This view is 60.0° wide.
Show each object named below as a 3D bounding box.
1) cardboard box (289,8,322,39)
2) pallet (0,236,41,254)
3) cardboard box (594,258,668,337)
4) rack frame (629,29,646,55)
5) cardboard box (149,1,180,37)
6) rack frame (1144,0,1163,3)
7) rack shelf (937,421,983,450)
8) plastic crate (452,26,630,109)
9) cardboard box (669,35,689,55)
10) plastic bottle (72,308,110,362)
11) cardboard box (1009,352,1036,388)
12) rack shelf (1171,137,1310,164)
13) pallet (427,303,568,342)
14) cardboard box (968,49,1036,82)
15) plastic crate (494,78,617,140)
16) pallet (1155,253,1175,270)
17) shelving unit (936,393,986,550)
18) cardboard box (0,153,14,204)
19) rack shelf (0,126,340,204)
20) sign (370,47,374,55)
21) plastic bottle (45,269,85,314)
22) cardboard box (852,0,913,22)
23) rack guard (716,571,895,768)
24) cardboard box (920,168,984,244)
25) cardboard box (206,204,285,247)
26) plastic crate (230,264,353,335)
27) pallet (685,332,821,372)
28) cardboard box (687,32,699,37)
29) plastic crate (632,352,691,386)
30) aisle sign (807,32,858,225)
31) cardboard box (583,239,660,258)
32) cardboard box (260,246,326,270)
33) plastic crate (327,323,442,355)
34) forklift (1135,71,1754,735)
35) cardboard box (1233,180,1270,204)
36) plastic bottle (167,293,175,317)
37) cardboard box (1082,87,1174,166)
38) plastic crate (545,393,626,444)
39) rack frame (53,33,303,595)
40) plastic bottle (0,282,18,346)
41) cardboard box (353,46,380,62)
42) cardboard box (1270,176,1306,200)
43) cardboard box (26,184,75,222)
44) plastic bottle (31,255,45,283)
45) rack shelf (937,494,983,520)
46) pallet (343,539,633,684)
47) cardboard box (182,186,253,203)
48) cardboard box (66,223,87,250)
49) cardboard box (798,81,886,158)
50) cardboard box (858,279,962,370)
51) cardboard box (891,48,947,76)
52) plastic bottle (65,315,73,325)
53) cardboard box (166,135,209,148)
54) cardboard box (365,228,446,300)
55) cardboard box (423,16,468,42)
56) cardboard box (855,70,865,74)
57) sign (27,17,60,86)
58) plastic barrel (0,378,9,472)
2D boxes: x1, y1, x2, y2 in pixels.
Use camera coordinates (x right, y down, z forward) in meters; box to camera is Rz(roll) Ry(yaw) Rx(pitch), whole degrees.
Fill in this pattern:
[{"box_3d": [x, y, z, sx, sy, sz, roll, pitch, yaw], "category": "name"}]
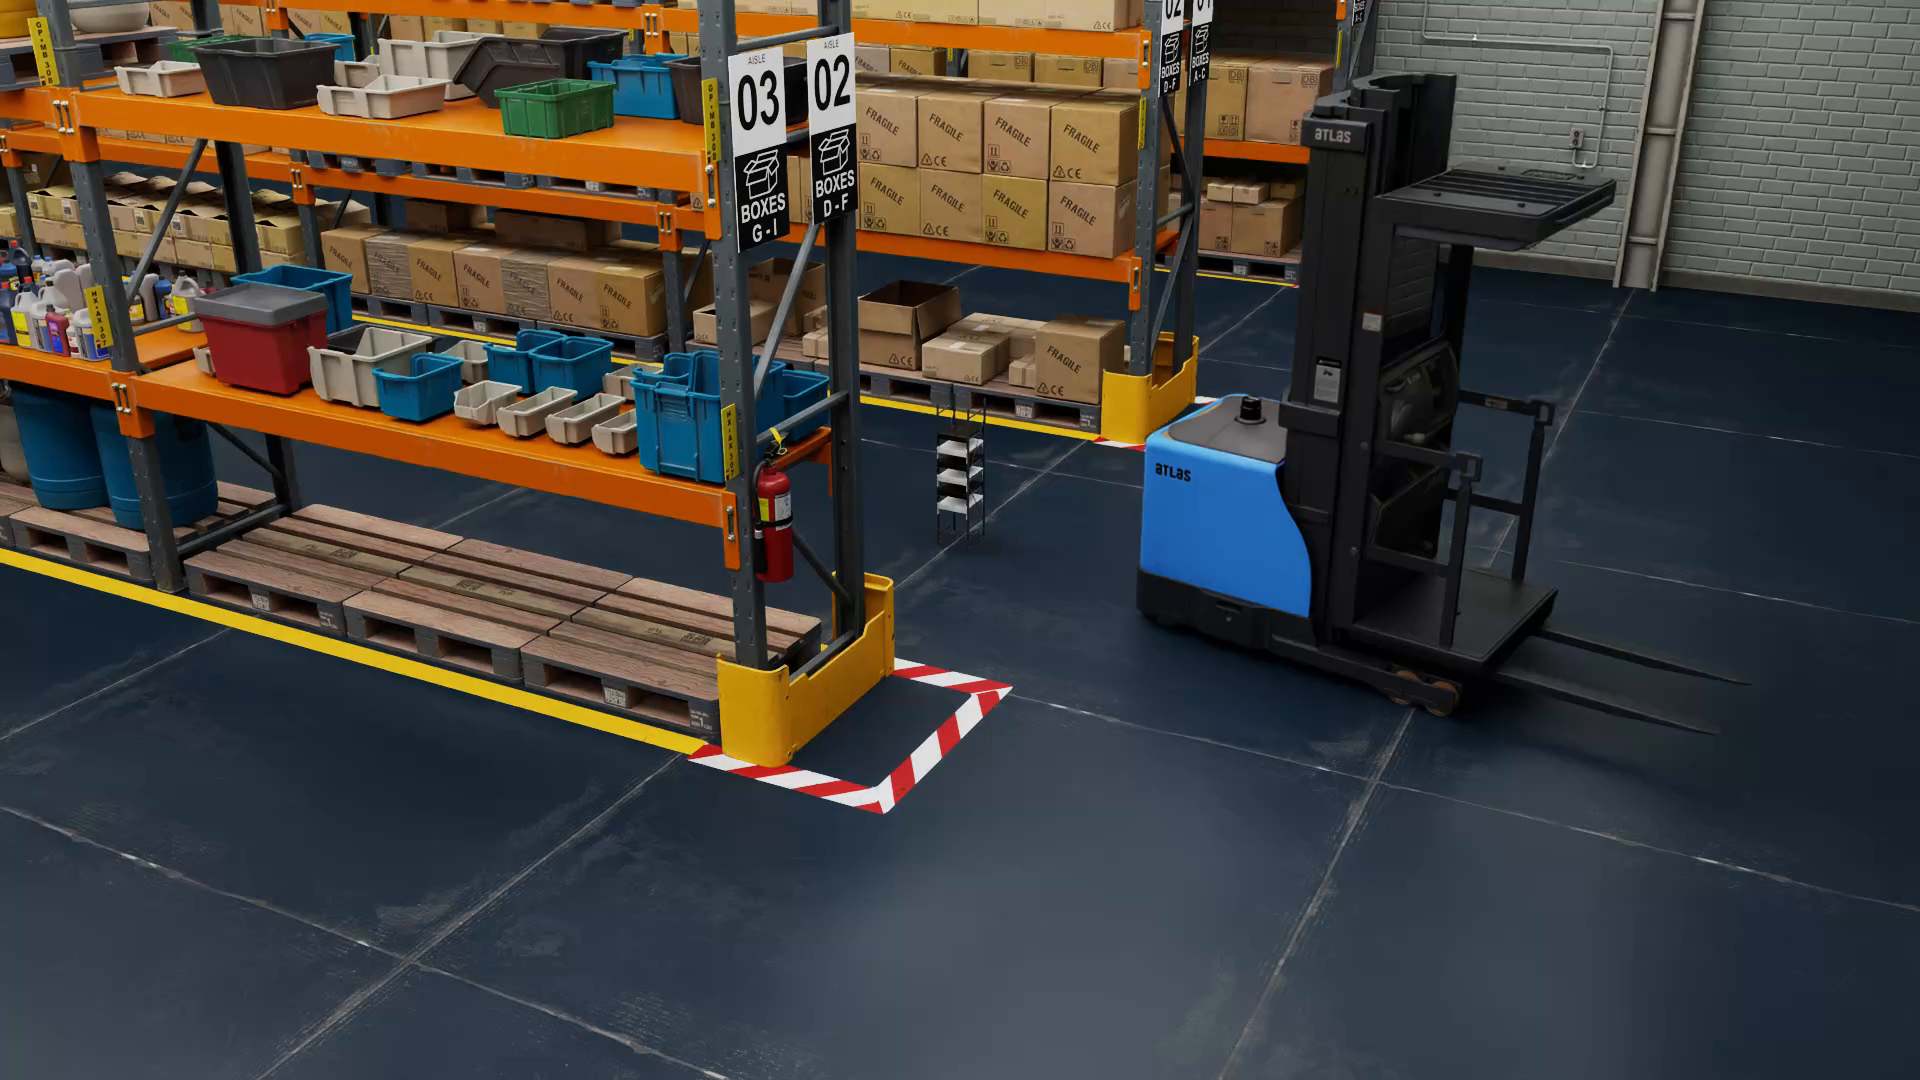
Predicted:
[{"box_3d": [-8.010, -6.468, 20.835, 0.500, 0.500, 0.500, 11, 25, 24], "category": "cardboard box"}, {"box_3d": [-9.923, -3.263, 17.652, 1.213, 0.211, 1.003, 11, 25, 25], "category": "pallet"}, {"box_3d": [-2.662, -2.017, 13.793, 0.500, 0.500, 0.500, 11, 25, 24], "category": "cardboard box"}, {"box_3d": [-3.431, -5.415, 19.151, 0.127, 3.000, 1.000, 11, 25, 25], "category": "rack frame"}, {"box_3d": [-10.280, -6.924, 21.906, 0.500, 0.500, 0.500, 11, 25, 25], "category": "cardboard box"}, {"box_3d": [1.477, -5.033, 10.585, 0.127, 3.000, 1.000, 11, 25, 25], "category": "rack frame"}, {"box_3d": [0.007, -0.630, 9.978, 0.200, 0.077, 0.258, 11, 25, 25], "category": "rack shelf"}, {"box_3d": [-2.001, -2.260, 7.978, 0.767, 0.338, 0.504, 11, 25, 25], "category": "plastic crate"}, {"box_3d": [-3.113, -5.432, 18.657, 0.500, 0.500, 0.500, 12, 26, 26], "category": "cardboard box"}, {"box_3d": [-4.829, -1.148, 9.276, 0.135, 0.276, 0.152, 11, 25, 25], "category": "plastic bottle"}, {"box_3d": [0.560, -1.283, 12.493, 0.250, 0.166, 0.380, 11, 25, 25], "category": "cardboard box"}, {"box_3d": [1.924, -4.025, 16.800, 4.000, 0.370, 1.077, 11, 25, 25], "category": "rack shelf"}, {"box_3d": [-3.929, -2.040, 14.778, 1.213, 0.211, 1.003, 11, 25, 25], "category": "pallet"}, {"box_3d": [0.616, -4.745, 17.192, 0.700, 0.700, 0.980, 12, 26, 25], "category": "cardboard box"}, {"box_3d": [-1.770, -1.900, 7.322, 0.336, 0.188, 0.450, 11, 25, 25], "category": "plastic crate"}, {"box_3d": [1.875, -3.049, 17.150, 1.213, 0.211, 1.003, 11, 25, 25], "category": "pallet"}, {"box_3d": [0.007, -0.413, 10.071, 0.210, 0.900, 0.258, 11, 25, 25], "category": "shelving unit"}, {"box_3d": [-10.186, -3.762, 17.281, 0.500, 0.500, 0.500, 11, 25, 25], "category": "cardboard box"}, {"box_3d": [-7.447, -3.707, 16.052, 4.000, 0.370, 1.077, 11, 25, 25], "category": "rack shelf"}, {"box_3d": [-5.426, -4.372, 15.319, 0.005, 0.325, 0.100, 11, 25, 25], "category": "sign"}, {"box_3d": [-5.467, -1.517, 10.143, 0.135, 0.276, 0.152, 11, 25, 25], "category": "plastic bottle"}, {"box_3d": [-0.433, -3.852, 11.833, 0.500, 0.250, 0.500, 11, 25, 25], "category": "cardboard box"}, {"box_3d": [-0.734, 0.607, 8.183, 0.348, 0.500, 1.175, 11, 25, 25], "category": "rack guard"}, {"box_3d": [0.047, -2.482, 12.126, 0.500, 0.500, 0.500, 11, 26, 25], "category": "cardboard box"}, {"box_3d": [-6.708, -2.966, 15.653, 0.500, 0.311, 0.500, 11, 25, 24], "category": "cardboard box"}, {"box_3d": [-3.761, -1.306, 9.431, 0.575, 0.384, 0.392, 11, 25, 25], "category": "plastic crate"}, {"box_3d": [-1.480, -1.573, 13.680, 1.213, 0.211, 1.003, 11, 25, 25], "category": "pallet"}, {"box_3d": [-2.662, -5.688, 18.299, 0.500, 0.250, 0.500, 11, 25, 24], "category": "cardboard box"}, {"box_3d": [-1.421, -0.768, 8.360, 0.300, 0.233, 0.416, 11, 25, 25], "category": "plastic crate"}, {"box_3d": [-0.563, -1.830, 7.398, 0.004, 0.787, 0.394, 11, 25, 25], "category": "aisle sign"}, {"box_3d": [-2.896, -2.291, 14.436, 0.500, 0.500, 0.500, 12, 26, 25], "category": "cardboard box"}, {"box_3d": [-6.242, -2.620, 15.555, 0.500, 0.250, 0.500, 12, 26, 26], "category": "cardboard box"}, {"box_3d": [-3.211, -1.046, 9.152, 0.590, 0.125, 0.437, 11, 25, 25], "category": "plastic crate"}, {"box_3d": [2.453, -0.716, 8.189, 3.031, 2.935, 1.130, 16, 28, 34], "category": "forklift"}, {"box_3d": [2.842, -3.392, 16.221, 0.250, 0.149, 0.380, 11, 25, 24], "category": "cardboard box"}, {"box_3d": [-4.696, -1.409, 9.984, 0.097, 0.201, 0.097, 0, 23, 0], "category": "plastic bottle"}, {"box_3d": [1.200, -2.948, 11.945, 0.500, 0.500, 0.500, 12, 26, 26], "category": "cardboard box"}, {"box_3d": [-1.823, -0.586, 8.055, 0.243, 0.136, 0.396, 11, 25, 25], "category": "plastic crate"}, {"box_3d": [-4.331, -1.249, 9.354, 0.127, 3.000, 1.000, 11, 25, 25], "category": "rack frame"}, {"box_3d": [-5.464, -1.307, 9.553, 0.185, 0.351, 0.144, 11, 25, 25], "category": "plastic bottle"}, {"box_3d": [-7.560, -6.040, 20.785, 0.500, 0.250, 0.500, 11, 26, 25], "category": "cardboard box"}, {"box_3d": [3.241, -3.481, 16.430, 0.250, 0.149, 0.380, 11, 26, 25], "category": "cardboard box"}, {"box_3d": [-8.976, -3.417, 16.712, 0.500, 0.311, 0.500, 11, 26, 25], "category": "cardboard box"}, {"box_3d": [-5.784, -1.656, 10.476, 0.097, 0.271, 0.097, 0, 23, 0], "category": "plastic bottle"}, {"box_3d": [0.007, -0.216, 10.154, 0.200, 0.077, 0.258, 11, 25, 25], "category": "rack shelf"}, {"box_3d": [-2.565, 0.366, 9.121, 1.213, 0.211, 1.003, 11, 25, 25], "category": "pallet"}, {"box_3d": [-7.383, -3.337, 16.524, 0.500, 0.311, 0.500, 11, 25, 24], "category": "cardboard box"}, {"box_3d": [-8.528, -3.070, 16.613, 0.500, 0.250, 0.500, 12, 26, 26], "category": "cardboard box"}, {"box_3d": [-0.880, -3.121, 12.350, 0.500, 0.500, 0.500, 10, 25, 23], "category": "cardboard box"}, {"box_3d": [-0.414, -1.702, 13.047, 0.637, 0.503, 0.797, 11, 25, 25], "category": "cardboard box"}, {"box_3d": [-0.387, -4.894, 17.393, 0.500, 0.500, 0.500, 11, 25, 24], "category": "cardboard box"}, {"box_3d": [-5.036, -1.170, 9.422, 0.097, 0.201, 0.097, 0, 23, 0], "category": "plastic bottle"}, {"box_3d": [-7.167, -4.021, 15.745, 0.500, 0.500, 0.500, 10, 25, 22], "category": "cardboard box"}, {"box_3d": [-4.915, -2.466, 14.848, 0.500, 0.500, 0.500, 10, 25, 23], "category": "cardboard box"}, {"box_3d": [-6.066, -6.167, 20.229, 0.500, 0.500, 0.700, 14, 27, 30], "category": "cardboard box"}, {"box_3d": [-1.066, -3.396, 12.997, 0.500, 0.500, 0.500, 11, 25, 24], "category": "cardboard box"}, {"box_3d": [-4.581, -2.442, 8.314, 0.005, 0.325, 0.100, 11, 25, 25], "category": "sign"}, {"box_3d": [-6.449, -0.759, 10.746, 0.708, 0.588, 0.600, 11, 25, 25], "category": "plastic barrel"}]
